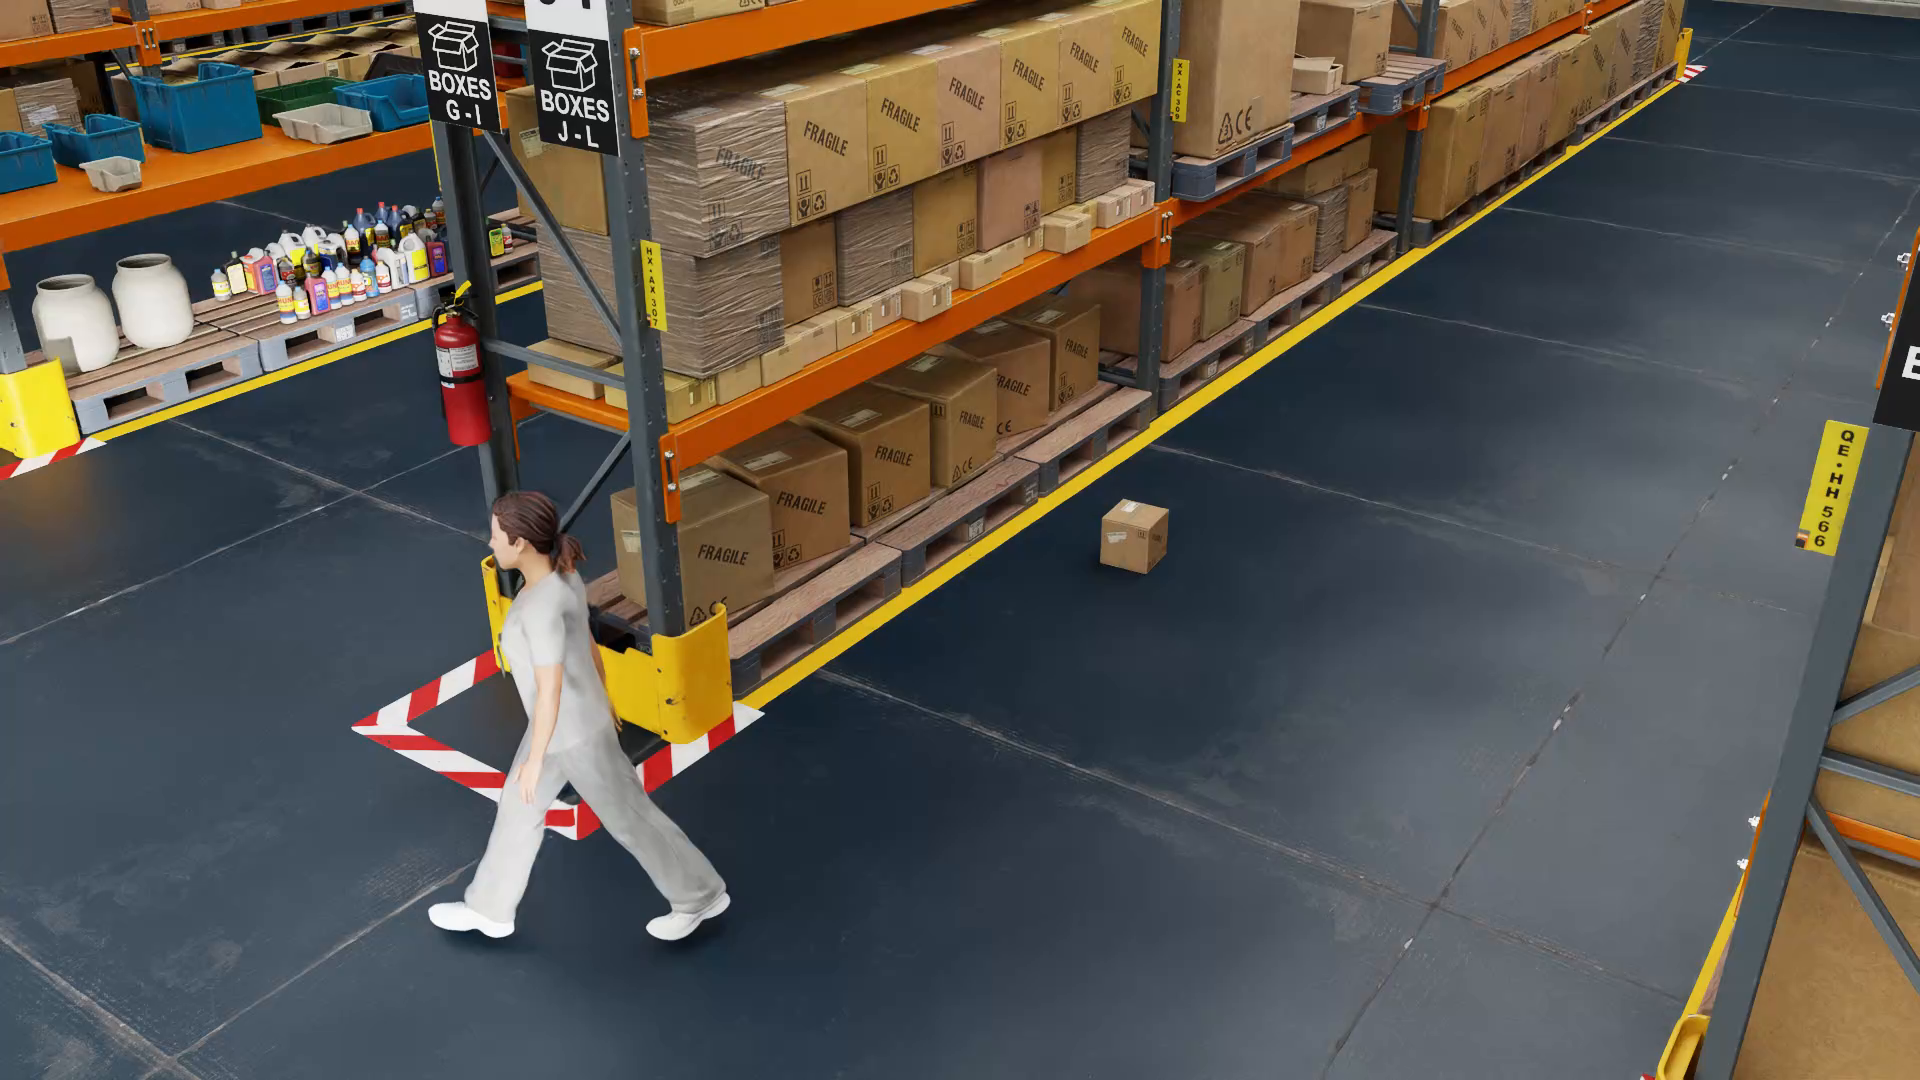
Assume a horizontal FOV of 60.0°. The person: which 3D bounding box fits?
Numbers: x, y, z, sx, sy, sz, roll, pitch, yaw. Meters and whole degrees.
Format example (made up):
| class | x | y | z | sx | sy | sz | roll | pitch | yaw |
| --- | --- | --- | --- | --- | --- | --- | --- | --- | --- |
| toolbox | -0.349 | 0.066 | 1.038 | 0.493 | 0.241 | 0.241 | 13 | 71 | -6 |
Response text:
| class | x | y | z | sx | sy | sz | roll | pitch | yaw |
| --- | --- | --- | --- | --- | --- | --- | --- | --- | --- |
| person | -1.315 | 0.618 | 5.425 | 1.008 | 1.606 | 0.527 | -8 | 28 | -15 |
